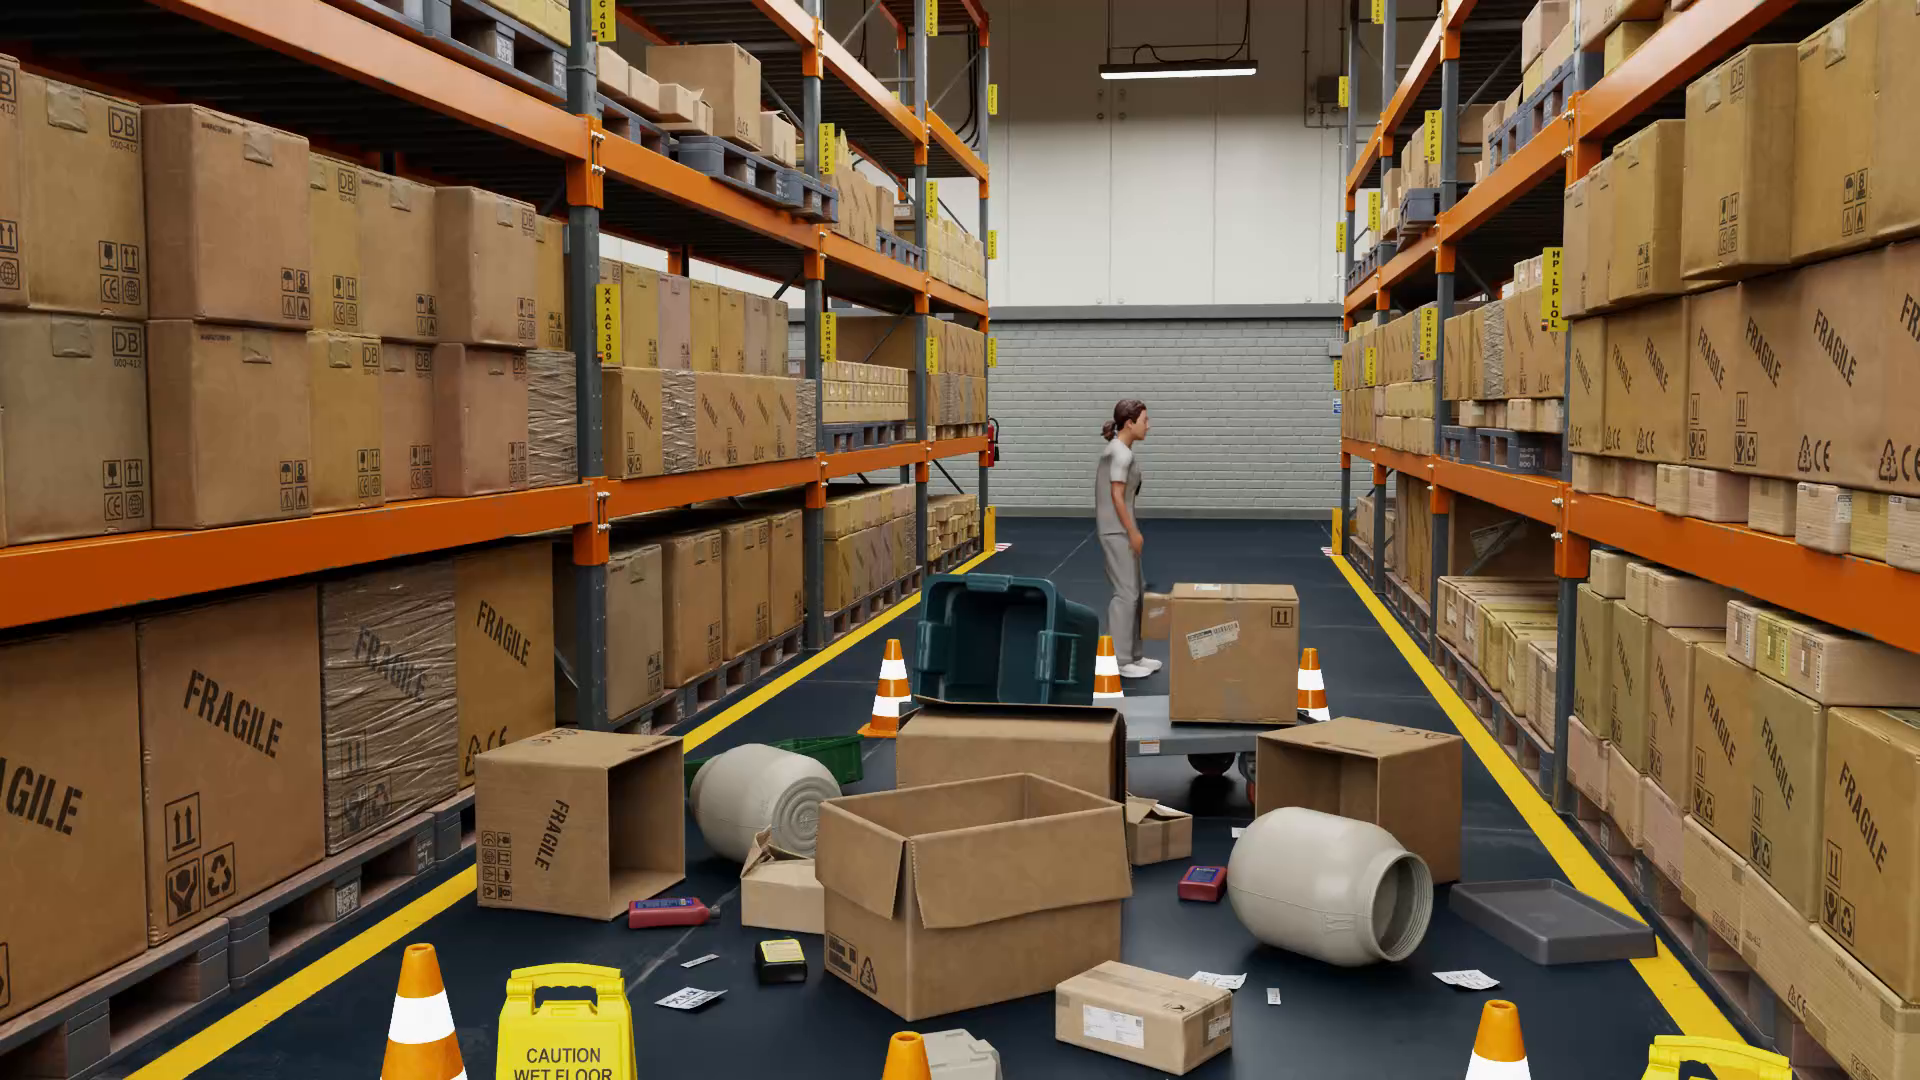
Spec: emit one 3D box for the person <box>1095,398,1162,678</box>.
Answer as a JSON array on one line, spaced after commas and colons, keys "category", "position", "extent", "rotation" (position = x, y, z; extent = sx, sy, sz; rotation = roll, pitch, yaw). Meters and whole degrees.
[{"category": "person", "position": [1.027, -0.020, 10.122], "extent": [0.415, 1.670, 0.480], "rotation": [1, 5, 7]}]
